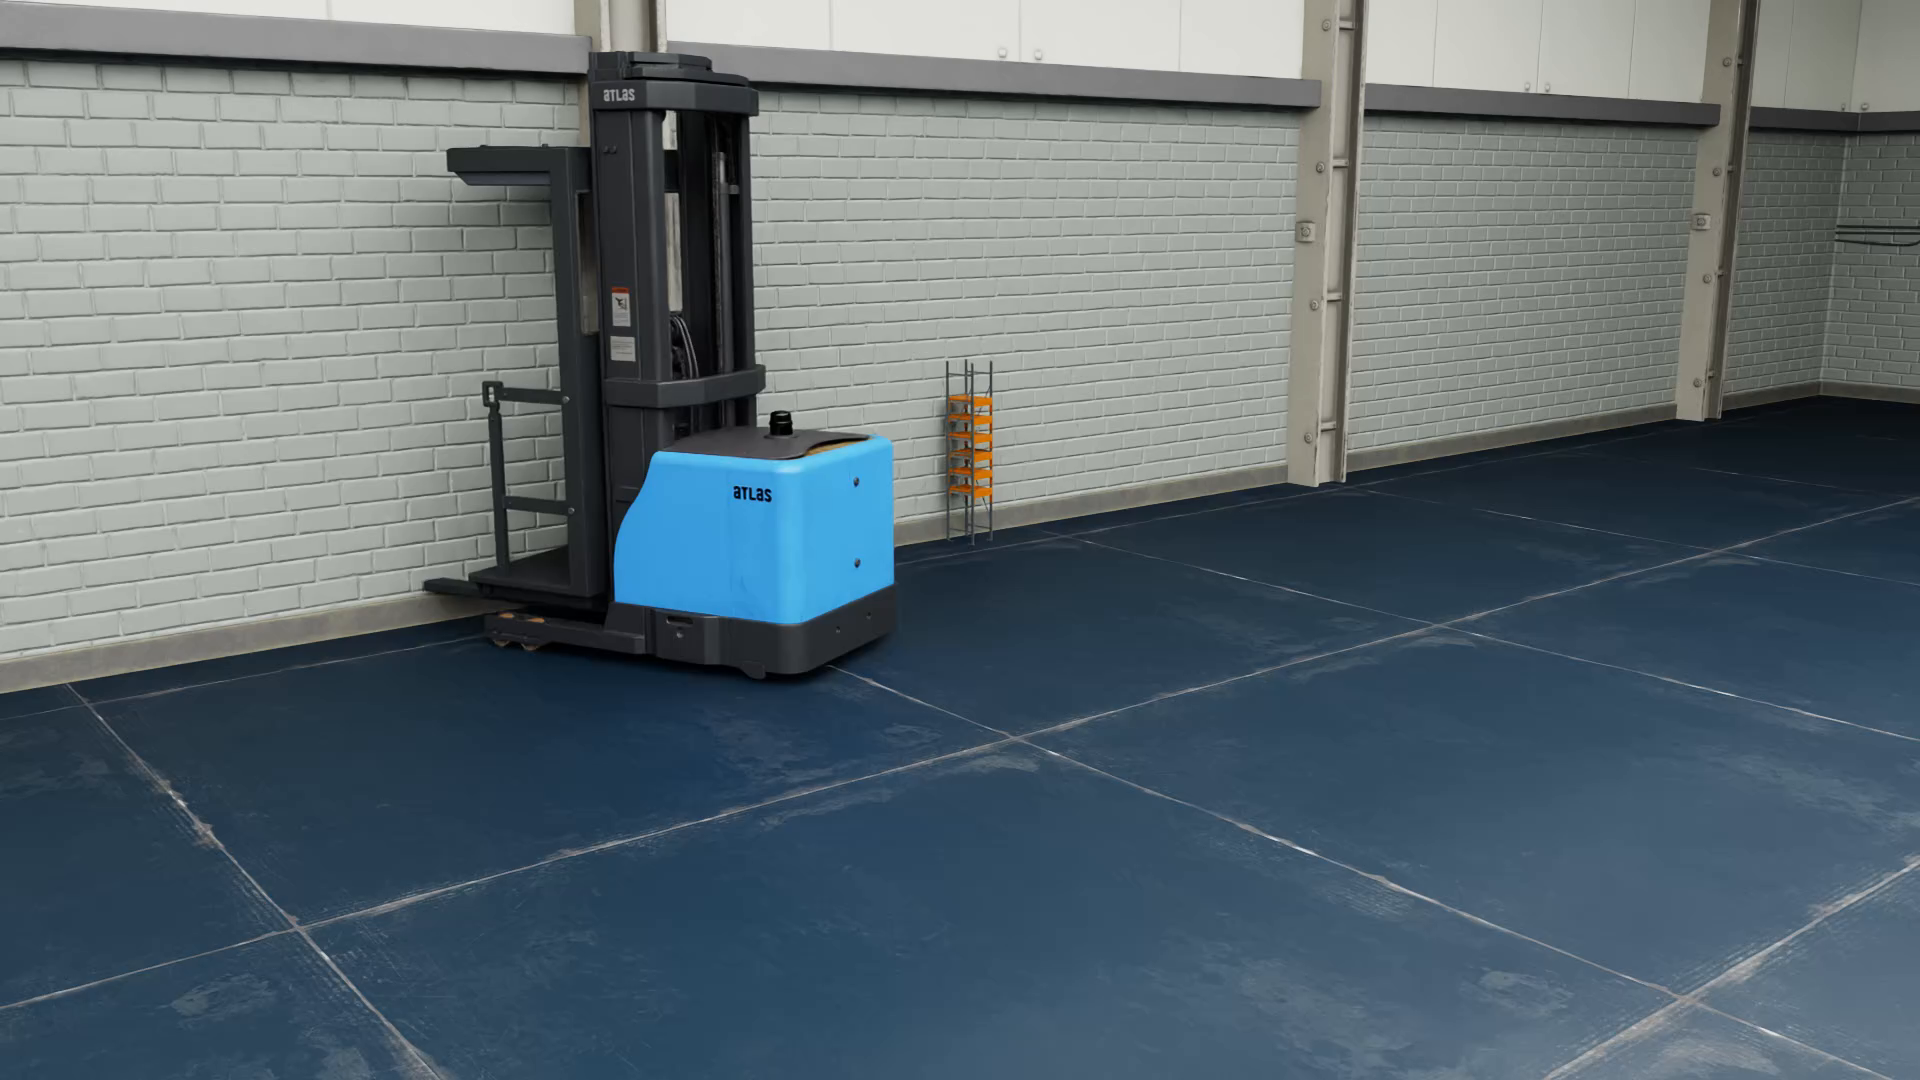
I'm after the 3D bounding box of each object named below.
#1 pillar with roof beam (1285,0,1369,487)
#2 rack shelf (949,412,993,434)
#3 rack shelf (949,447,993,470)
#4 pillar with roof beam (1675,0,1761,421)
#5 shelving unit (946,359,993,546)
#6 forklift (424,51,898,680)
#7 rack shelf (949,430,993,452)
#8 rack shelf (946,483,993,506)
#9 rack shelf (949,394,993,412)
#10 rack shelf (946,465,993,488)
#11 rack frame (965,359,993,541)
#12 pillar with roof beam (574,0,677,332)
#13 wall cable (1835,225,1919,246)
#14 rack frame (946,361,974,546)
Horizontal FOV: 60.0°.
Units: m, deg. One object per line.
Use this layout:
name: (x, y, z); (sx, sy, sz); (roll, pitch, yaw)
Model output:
pillar with roof beam: (5.537, -4.171, 9.108); (0.400, 9.000, 9.100); (-9, 15, -38)
rack shelf: (0.061, -0.772, 10.933); (0.258, 0.103, 0.180); (10, 16, 41)
rack shelf: (0.062, -0.538, 10.983); (0.258, 0.103, 0.180); (10, 16, 41)
pillar with roof beam: (10.222, -4.950, 12.774); (0.400, 9.000, 9.100); (-9, 15, -38)
shelving unit: (0.062, -0.581, 10.973); (0.258, 1.200, 0.189); (10, 16, 41)
forklift: (-1.876, -0.963, 8.606); (3.031, 2.935, 1.130); (6, 13, 26)
rack shelf: (0.062, -0.655, 10.958); (0.258, 0.103, 0.180); (10, 16, 41)
rack shelf: (0.063, -0.303, 11.032); (0.258, 0.103, 0.180); (10, 16, 41)
rack shelf: (0.061, -0.890, 10.908); (0.258, 0.103, 0.180); (10, 16, 41)
rack shelf: (0.063, -0.420, 11.008); (0.258, 0.103, 0.180); (10, 16, 41)
rack frame: (0.124, -0.595, 11.040); (0.240, 1.200, 0.006); (10, 16, 41)
pillar with roof beam: (0.852, -3.393, 5.441); (0.400, 9.000, 9.100); (-9, 15, -38)
wall cable: (10.659, -4.297, 17.175); (0.112, 2.526, 3.097); (-9, 15, -38)
rack frame: (0.000, -0.567, 10.907); (0.240, 1.200, 0.006); (10, 16, 41)
